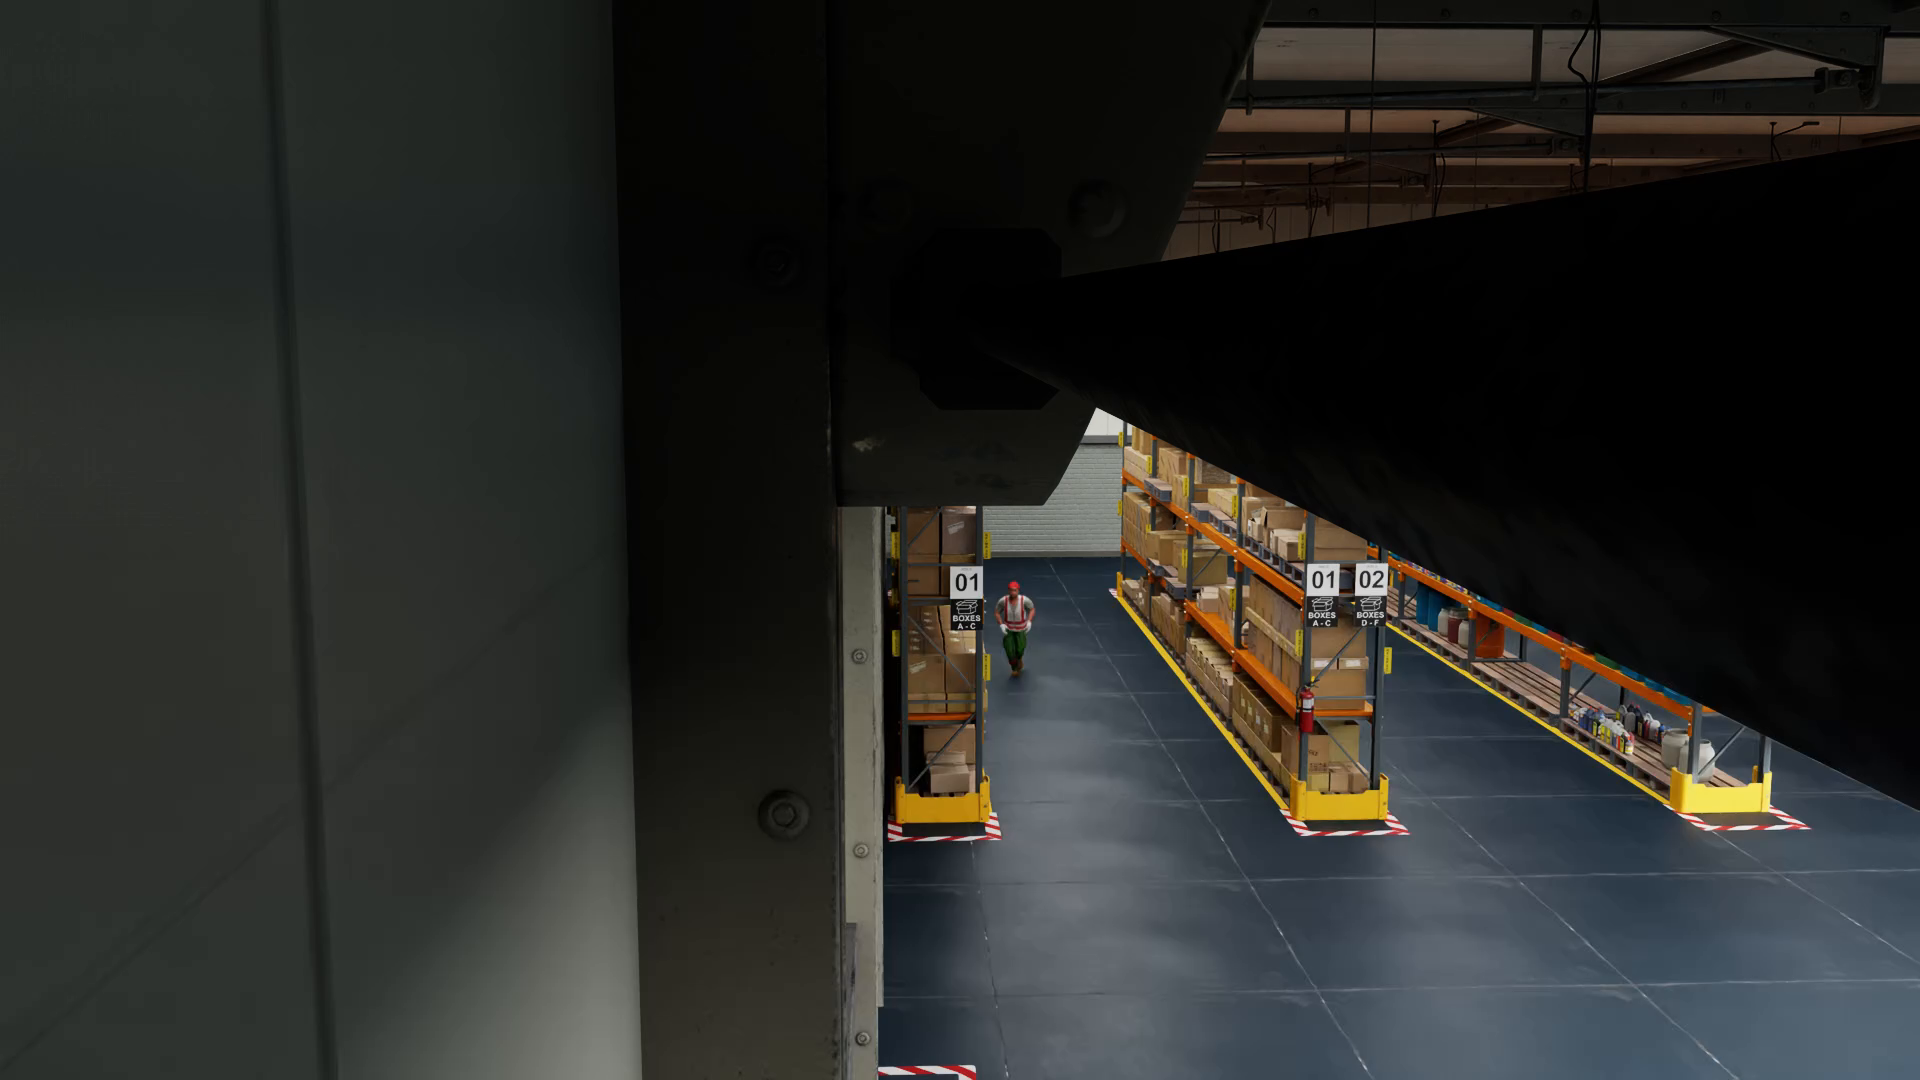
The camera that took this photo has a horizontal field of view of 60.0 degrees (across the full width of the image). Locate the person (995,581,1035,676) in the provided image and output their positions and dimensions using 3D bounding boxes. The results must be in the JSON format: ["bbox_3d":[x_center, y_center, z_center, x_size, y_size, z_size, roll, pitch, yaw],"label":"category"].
[{"bbox_3d":[0.937,1.517,28.417,0.686,1.688,0.624,1,8,6],"label":"person"}]

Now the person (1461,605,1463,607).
[{"bbox_3d":[10.324,0.646,34.953,0.645,1.594,0.455,-4,9,-25],"label":"person"}]
